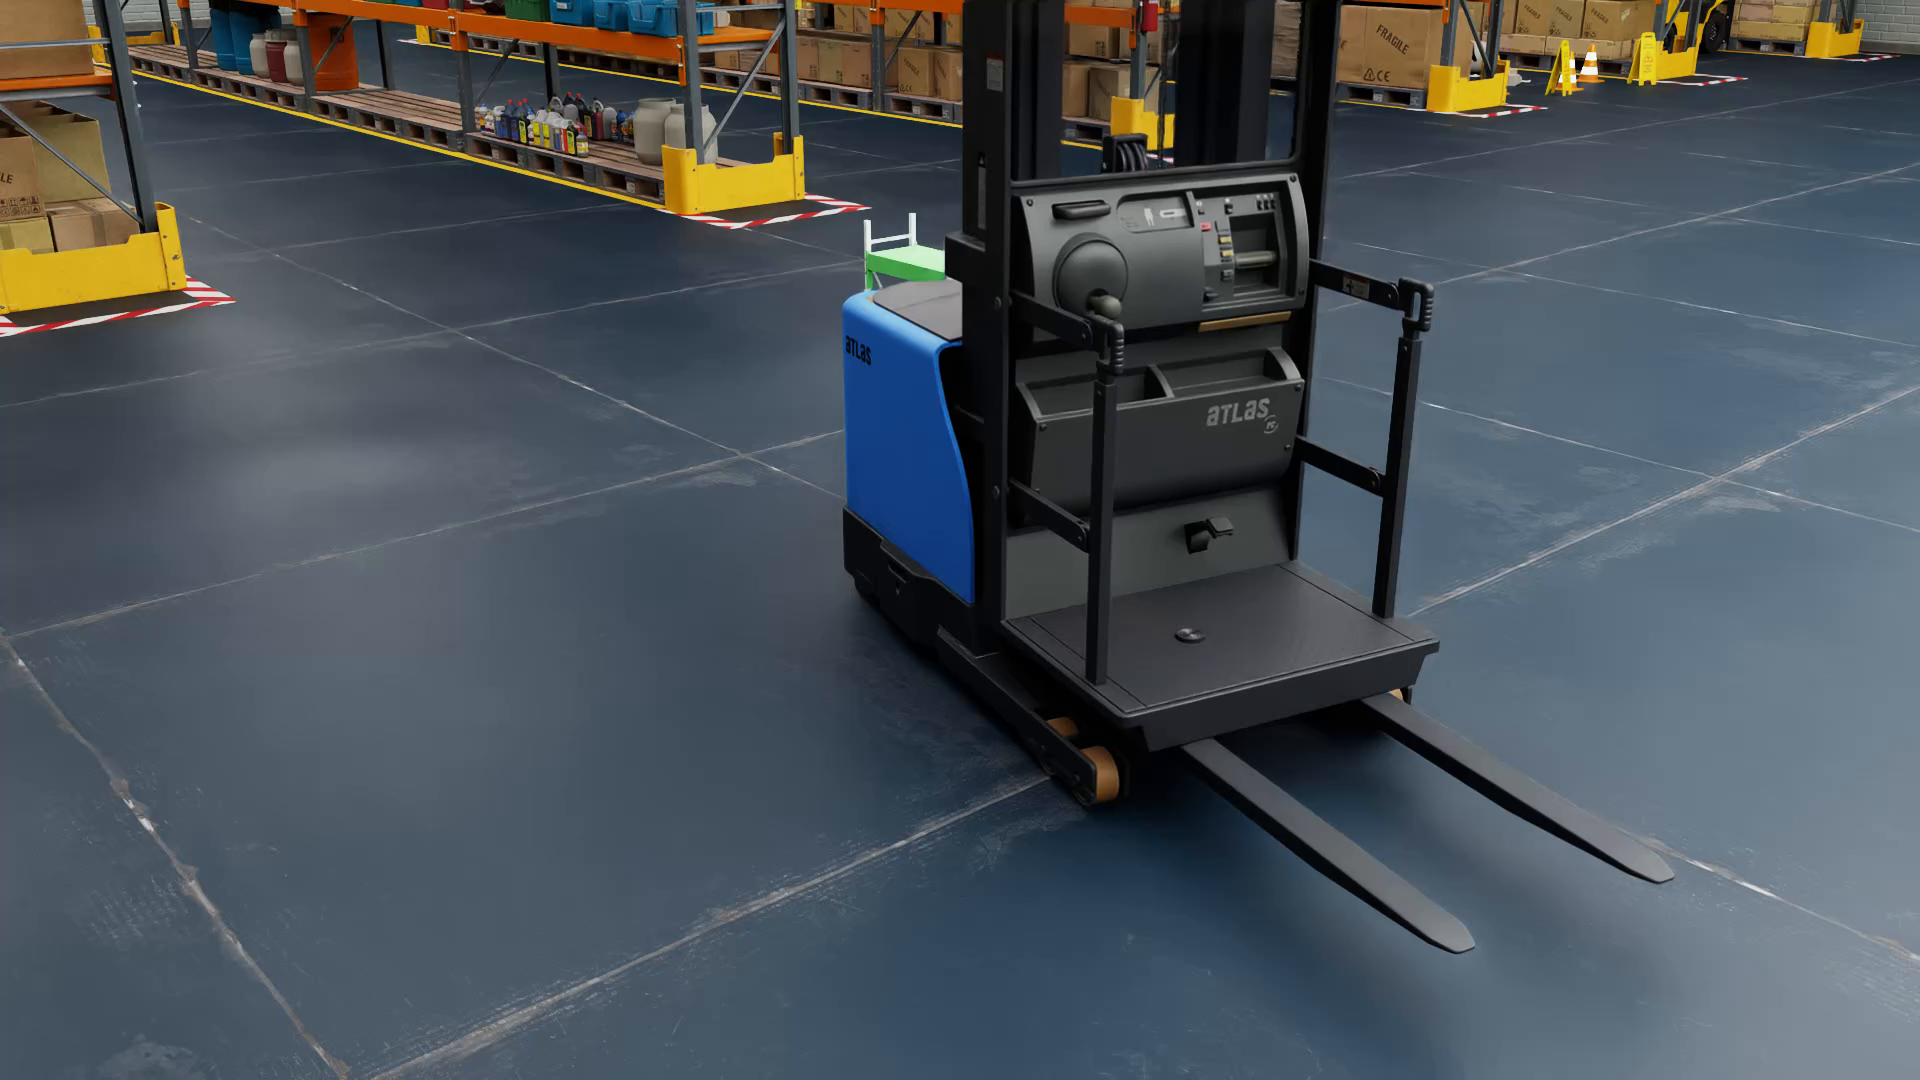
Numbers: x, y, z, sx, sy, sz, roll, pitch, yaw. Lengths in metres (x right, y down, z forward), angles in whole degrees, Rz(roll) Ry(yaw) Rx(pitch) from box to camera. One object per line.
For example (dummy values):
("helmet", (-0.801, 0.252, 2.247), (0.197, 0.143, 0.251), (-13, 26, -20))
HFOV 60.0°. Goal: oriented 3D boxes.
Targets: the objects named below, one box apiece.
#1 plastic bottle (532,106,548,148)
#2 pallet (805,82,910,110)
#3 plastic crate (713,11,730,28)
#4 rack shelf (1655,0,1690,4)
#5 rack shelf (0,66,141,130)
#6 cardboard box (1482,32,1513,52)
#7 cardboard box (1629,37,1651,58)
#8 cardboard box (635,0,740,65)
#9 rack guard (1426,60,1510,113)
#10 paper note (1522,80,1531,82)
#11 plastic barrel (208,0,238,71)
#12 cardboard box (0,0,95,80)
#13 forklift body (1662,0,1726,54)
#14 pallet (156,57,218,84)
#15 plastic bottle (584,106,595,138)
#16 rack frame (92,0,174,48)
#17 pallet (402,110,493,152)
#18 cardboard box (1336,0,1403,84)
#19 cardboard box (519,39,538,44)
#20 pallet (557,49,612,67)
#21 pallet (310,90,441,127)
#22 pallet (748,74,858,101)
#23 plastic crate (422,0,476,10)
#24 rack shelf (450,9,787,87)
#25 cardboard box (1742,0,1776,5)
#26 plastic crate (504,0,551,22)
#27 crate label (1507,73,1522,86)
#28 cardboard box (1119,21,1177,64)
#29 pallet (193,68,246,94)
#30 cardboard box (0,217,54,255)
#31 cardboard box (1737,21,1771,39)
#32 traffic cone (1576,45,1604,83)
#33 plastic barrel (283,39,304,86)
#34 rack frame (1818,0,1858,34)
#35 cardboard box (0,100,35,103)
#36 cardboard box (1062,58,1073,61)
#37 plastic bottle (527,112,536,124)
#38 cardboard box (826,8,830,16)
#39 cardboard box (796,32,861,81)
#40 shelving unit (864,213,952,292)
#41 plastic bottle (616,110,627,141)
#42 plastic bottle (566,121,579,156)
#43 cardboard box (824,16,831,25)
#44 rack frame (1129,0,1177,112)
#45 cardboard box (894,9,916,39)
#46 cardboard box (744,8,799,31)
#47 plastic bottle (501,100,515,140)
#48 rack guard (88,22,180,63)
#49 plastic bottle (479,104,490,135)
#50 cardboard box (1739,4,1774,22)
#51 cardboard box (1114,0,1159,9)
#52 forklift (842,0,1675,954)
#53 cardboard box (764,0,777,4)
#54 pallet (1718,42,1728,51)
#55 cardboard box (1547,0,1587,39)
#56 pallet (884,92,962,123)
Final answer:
("plastic bottle", (-3.713, -3.681, 14.798), (0.144, 0.351, 0.185), (-18, 27, -38))
("pallet", (-1.083, -5.296, 19.717), (1.003, 0.211, 1.213), (-17, 27, -37))
("plastic crate", (-2.055, -4.297, 13.703), (0.298, 0.136, 0.250), (-17, 27, -37))
("rack shelf", (8.239, -7.852, 23.404), (1.077, 0.370, 4.000), (-17, 27, -37))
("rack shelf", (-6.775, -3.135, 11.362), (1.077, 0.370, 4.000), (-17, 27, -37))
("cardboard box", (7.820, -7.136, 23.786), (0.500, 0.250, 0.500), (-18, 28, -38))
("cardboard box", (9.228, -6.838, 23.024), (0.500, 0.250, 0.500), (-18, 28, -38))
("cardboard box", (-3.619, -6.887, 22.292), (1.225, 0.875, 0.875), (-19, 28, -40))
("rack guard", (5.876, -5.257, 19.221), (1.175, 0.500, 0.348), (-17, 27, -37))
("paper note", (7.420, -6.039, 21.860), (0.142, 0.019, 0.148), (12, 24, 27))
("plastic barrel", (-9.206, -6.475, 21.205), (0.600, 0.901, 0.708), (-17, 27, -37))
("cardboard box", (-5.765, -3.096, 10.139), (0.700, 0.500, 0.500), (-17, 27, -37))
("forklift body", (10.683, -8.511, 25.265), (2.313, 2.155, 1.214), (-17, 27, -37))
("pallet", (-10.057, -6.307, 22.297), (1.003, 0.211, 1.213), (-17, 27, -37))
("plastic bottle", (-3.412, -3.858, 15.342), (0.061, 0.283, 0.133), (-17, 27, -37))
("rack frame", (-12.159, -8.516, 24.115), (1.000, 3.000, 0.127), (-17, 27, -37))
("pallet", (-4.868, -4.110, 16.689), (1.003, 0.211, 1.213), (-17, 27, -37))
("cardboard box", (4.792, -6.048, 20.150), (0.875, 0.875, 0.875), (-18, 28, -38))
("cardboard box", (-6.166, -7.998, 25.128), (0.875, 0.875, 0.875), (-17, 27, -37))
("pallet", (-5.235, -7.097, 24.313), (1.003, 0.211, 1.213), (-17, 27, -37))
("pallet", (-6.461, -4.784, 18.410), (1.003, 0.211, 1.213), (-17, 27, -37))
("pallet", (-1.884, -5.634, 20.578), (1.003, 0.211, 1.213), (-17, 27, -37))
("plastic crate", (-4.874, -5.292, 15.794), (0.402, 0.464, 0.583), (-17, 27, -37))
("rack shelf", (-3.020, -4.313, 14.370), (1.077, 0.370, 4.000), (-17, 27, -37))
("cardboard box", (12.428, -8.390, 25.616), (0.500, 0.250, 0.500), (-17, 27, -36))
("plastic crate", (-3.654, -4.660, 14.559), (0.450, 0.188, 0.662), (-17, 27, -37))
("crate label", (7.108, -5.957, 21.506), (0.298, 0.136, 0.250), (7, 23, 18))
("cardboard box", (2.776, -6.831, 22.320), (1.050, 0.750, 0.750), (-18, 27, -38))
("pallet", (-9.076, -5.890, 21.232), (1.003, 0.211, 1.213), (-17, 27, -37))
("cardboard box", (-6.044, -1.911, 10.444), (0.500, 0.250, 0.500), (-17, 27, -37))
("cardboard box", (12.439, -7.926, 25.802), (0.500, 0.250, 0.500), (-17, 27, -37))
("traffic cone", (8.287, -6.265, 21.844), (0.336, 0.463, 0.334), (-17, 27, -37))
("plastic barrel", (-7.706, -5.609, 19.527), (0.421, 0.512, 0.421), (0, 21, 0))
("rack frame", (13.303, -8.817, 24.881), (1.000, 3.000, 0.127), (-17, 27, -37))
("cardboard box", (-6.966, -2.933, 12.026), (0.500, 0.500, 0.500), (-17, 27, -37))
("cardboard box", (0.832, -4.818, 17.523), (0.500, 0.500, 0.500), (-14, 26, -33))
("plastic bottle", (-3.866, -3.730, 15.031), (0.097, 0.271, 0.097), (0, 21, 0))
("cardboard box", (-2.200, -8.975, 28.210), (0.380, 0.149, 0.250), (-17, 27, -37))
("cardboard box", (-1.621, -5.886, 20.224), (0.500, 0.500, 0.700), (20, 29, 41))
("shelving unit", (-0.108, -0.604, 6.382), (0.258, 1.200, 0.503), (-17, 27, -37))
("plastic bottle", (-3.084, -3.784, 15.169), (0.097, 0.271, 0.097), (0, 21, 0))
("plastic bottle", (-3.336, -3.467, 14.344), (0.061, 0.283, 0.133), (-17, 27, -36))
("cardboard box", (-2.140, -8.862, 28.330), (0.380, 0.149, 0.250), (-16, 27, -36))
("rack frame", (2.037, -5.275, 15.839), (1.000, 3.000, 0.127), (-17, 27, -37))
("cardboard box", (-0.682, -8.076, 25.841), (0.500, 0.500, 0.500), (-19, 28, -40))
("cardboard box", (-2.371, -6.553, 20.898), (0.500, 0.250, 0.500), (-14, 25, -32))
("plastic bottle", (-4.113, -3.851, 15.231), (0.144, 0.351, 0.185), (-17, 27, -36))
("rack guard", (-12.184, -7.356, 24.580), (1.175, 0.500, 0.348), (-17, 27, -37))
("plastic bottle", (-4.450, -3.943, 15.576), (0.097, 0.271, 0.097), (0, 21, 0))
("cardboard box", (12.429, -8.166, 25.729), (0.500, 0.250, 0.500), (-18, 28, -38))
("cardboard box", (1.695, -5.188, 15.960), (0.380, 0.149, 0.250), (-17, 27, -37))
("forklift", (0.691, -0.813, 4.540), (1.130, 2.935, 3.031), (-10, 24, -25))
("cardboard box", (-3.123, -9.196, 28.367), (0.380, 0.149, 0.250), (-19, 28, -40))
("pallet", (11.980, -8.057, 26.764), (1.003, 0.211, 1.213), (-17, 27, -37))
("cardboard box", (8.481, -7.201, 22.923), (0.500, 0.500, 0.500), (-16, 27, -36))
("pallet", (-0.109, -4.904, 18.717), (1.003, 0.211, 1.213), (-17, 27, -37))
